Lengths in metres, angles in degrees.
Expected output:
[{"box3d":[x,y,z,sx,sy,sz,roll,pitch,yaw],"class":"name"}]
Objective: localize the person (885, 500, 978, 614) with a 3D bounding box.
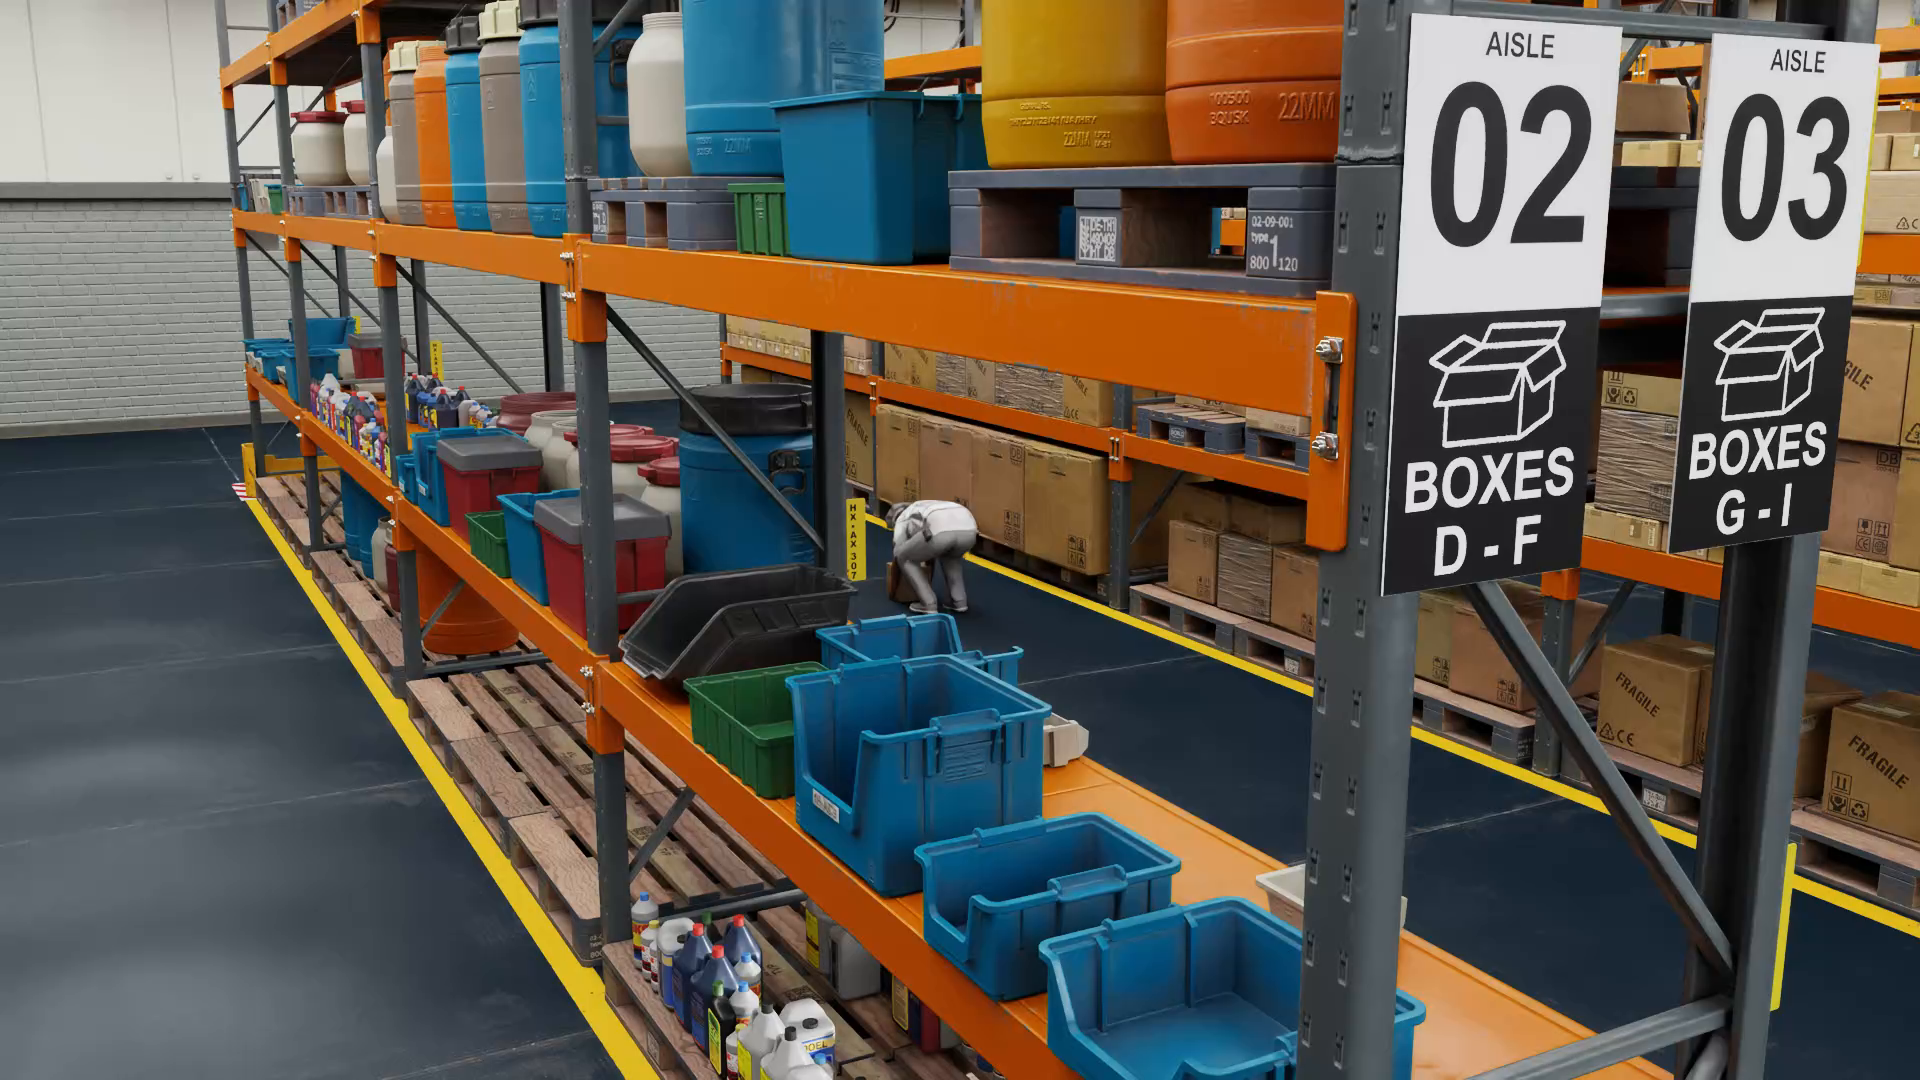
[{"box3d":[-0.233,0.106,12.105,0.469,0.822,0.920,-7,14,-30],"class":"person"}]
